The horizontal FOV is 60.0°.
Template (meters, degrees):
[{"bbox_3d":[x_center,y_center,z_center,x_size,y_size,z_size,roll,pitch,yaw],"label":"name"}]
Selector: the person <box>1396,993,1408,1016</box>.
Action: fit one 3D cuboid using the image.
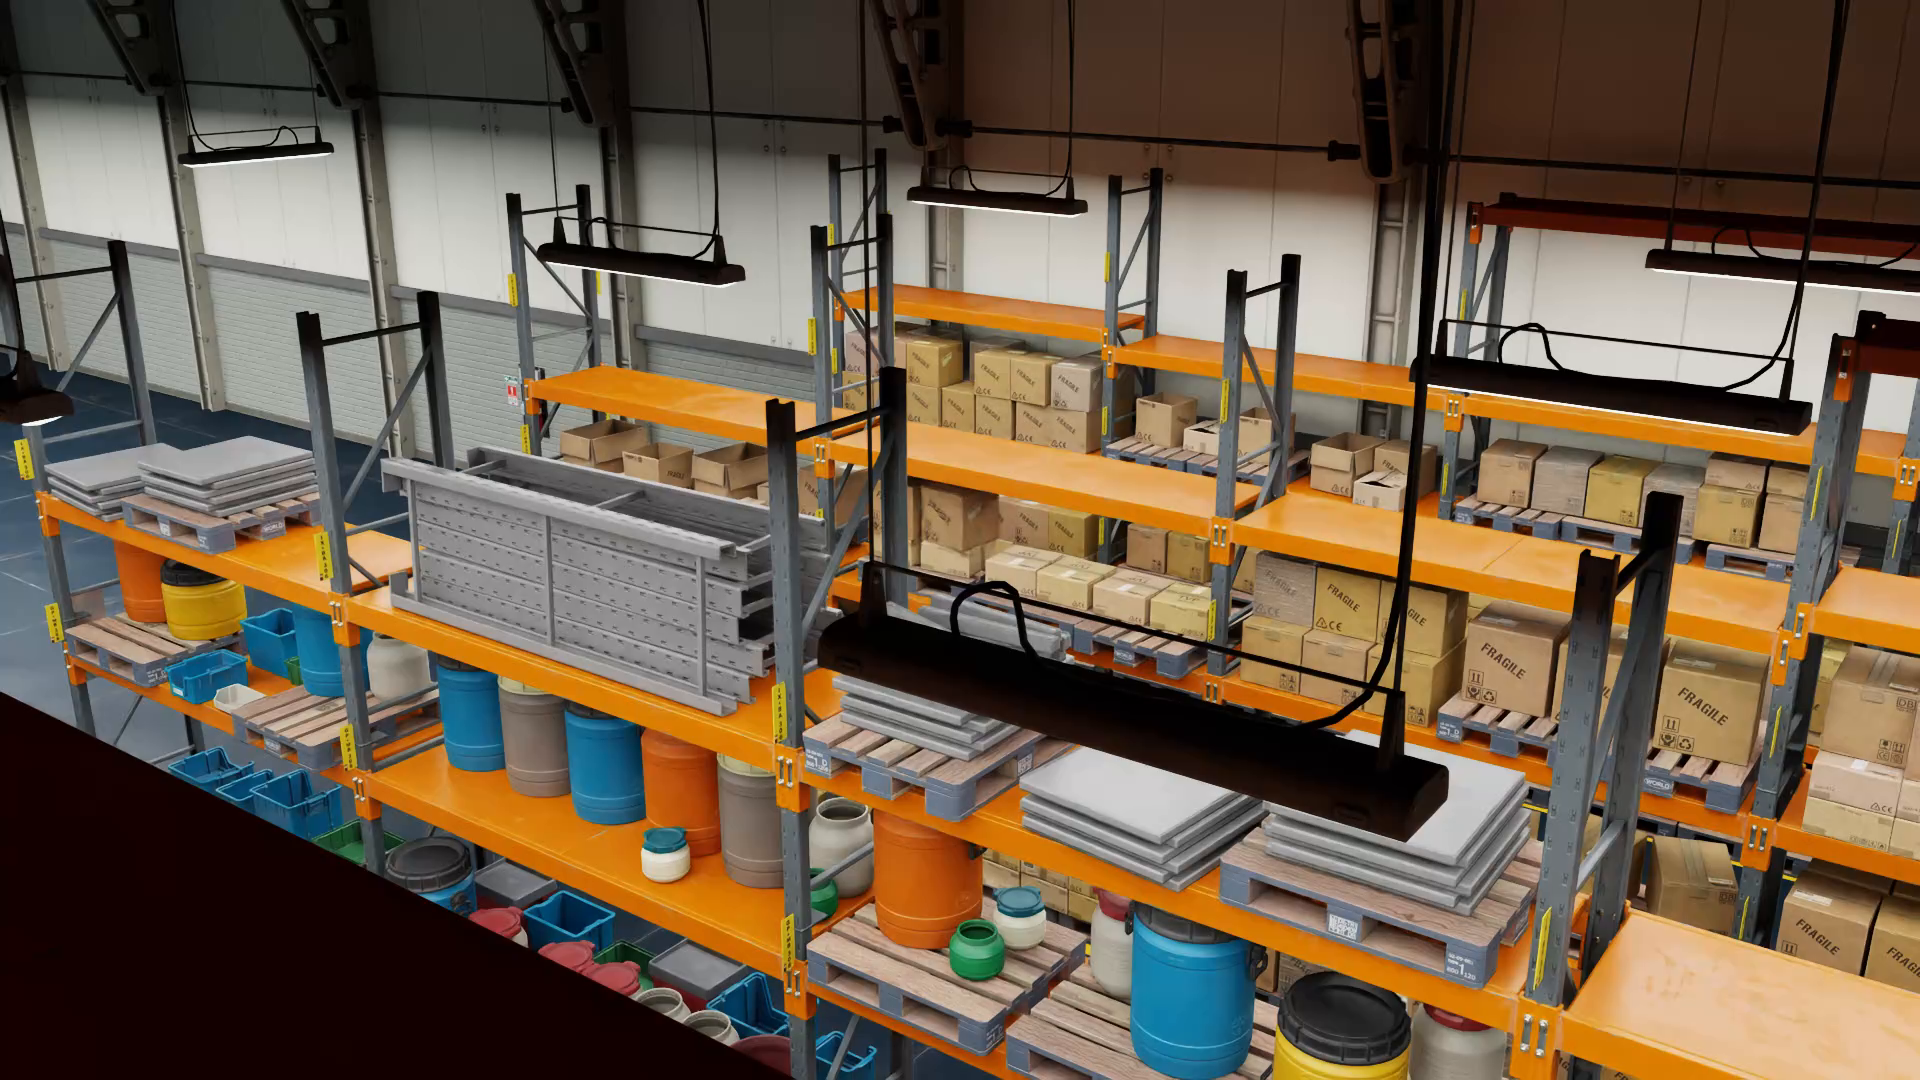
[{"bbox_3d":[2.899,3.564,11.827,1.023,1.622,0.525,14,23,35],"label":"person"}]
